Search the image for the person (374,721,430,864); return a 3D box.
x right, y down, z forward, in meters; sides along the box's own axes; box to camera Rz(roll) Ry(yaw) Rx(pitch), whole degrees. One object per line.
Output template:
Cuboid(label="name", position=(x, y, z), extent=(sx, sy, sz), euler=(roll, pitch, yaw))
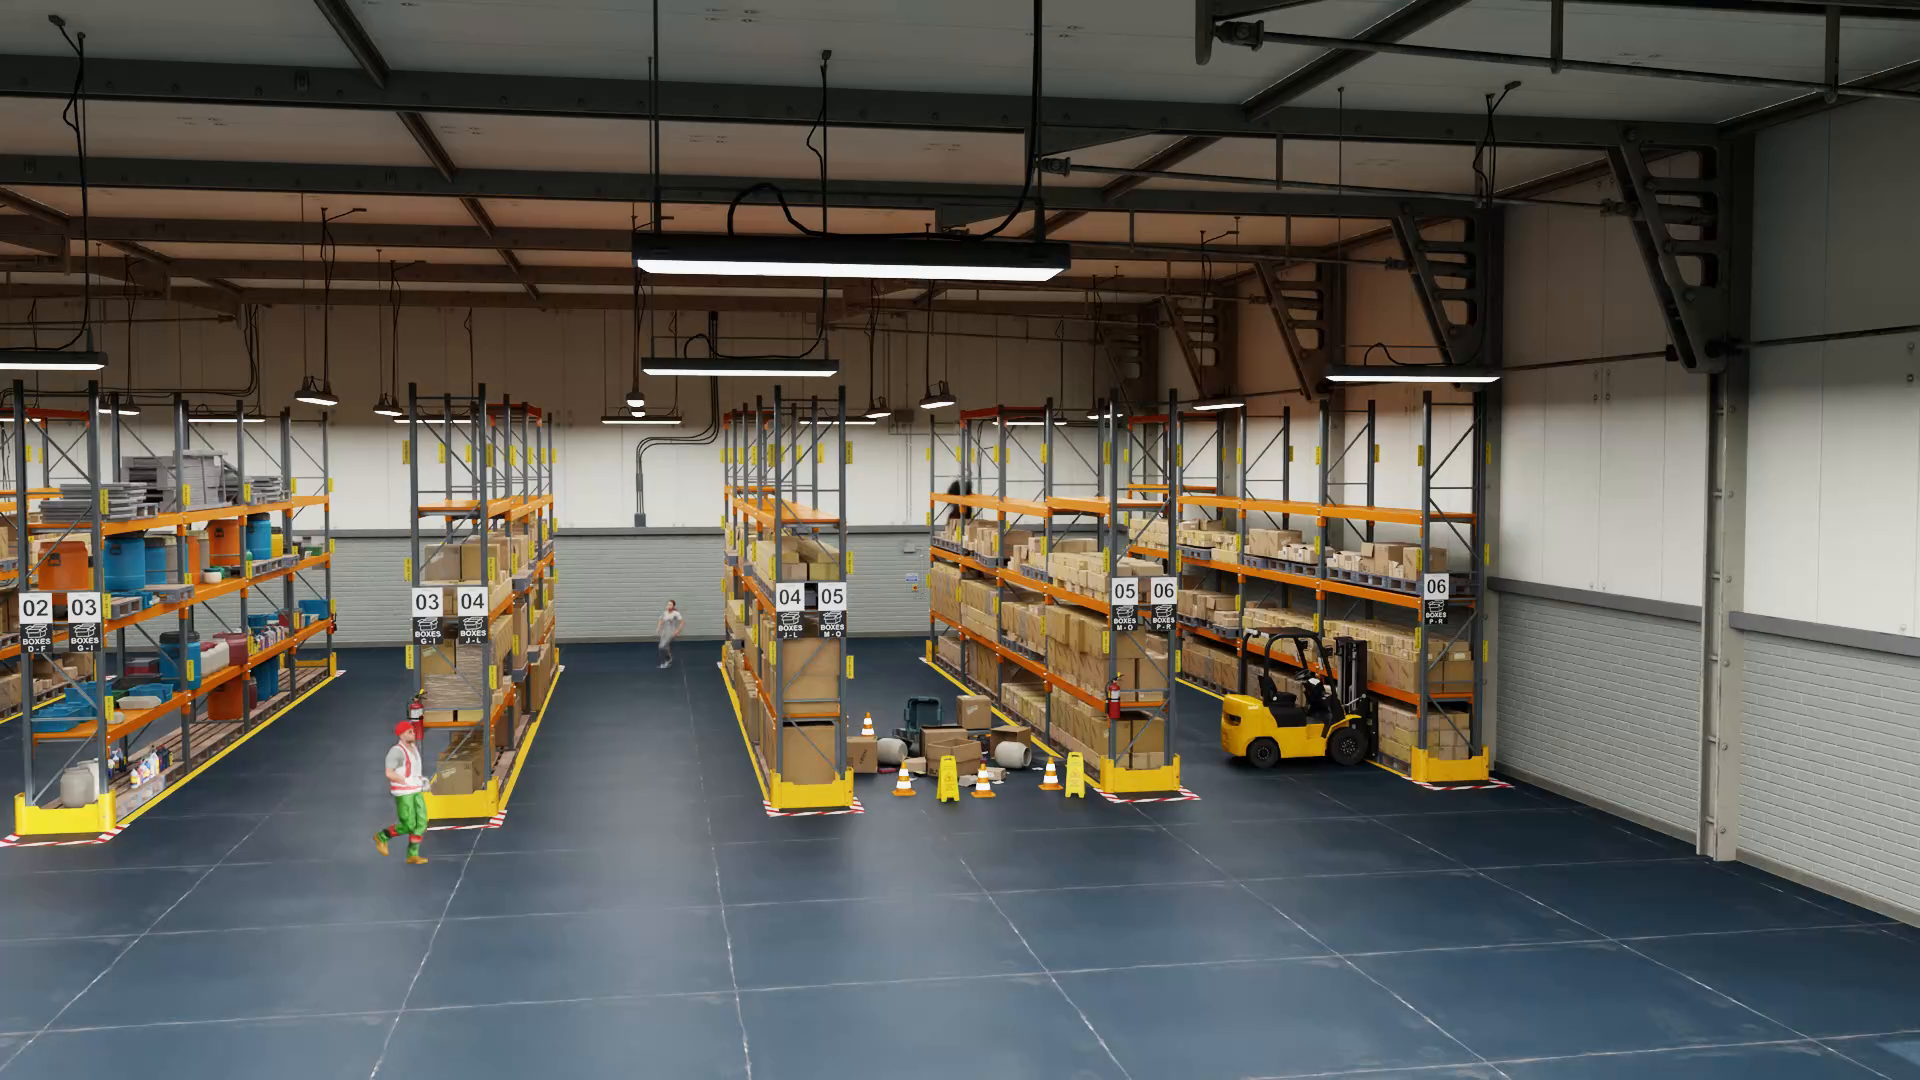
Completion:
Cuboid(label="person", position=(-6.827, 3.092, 20.397), extent=(0.714, 1.749, 0.653), euler=(1, 3, 13))

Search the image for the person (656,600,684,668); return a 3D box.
Cuboid(label="person", position=(-6.839, 2.209, 39.029), extent=(0.624, 1.614, 0.588), euler=(2, 3, 30))
